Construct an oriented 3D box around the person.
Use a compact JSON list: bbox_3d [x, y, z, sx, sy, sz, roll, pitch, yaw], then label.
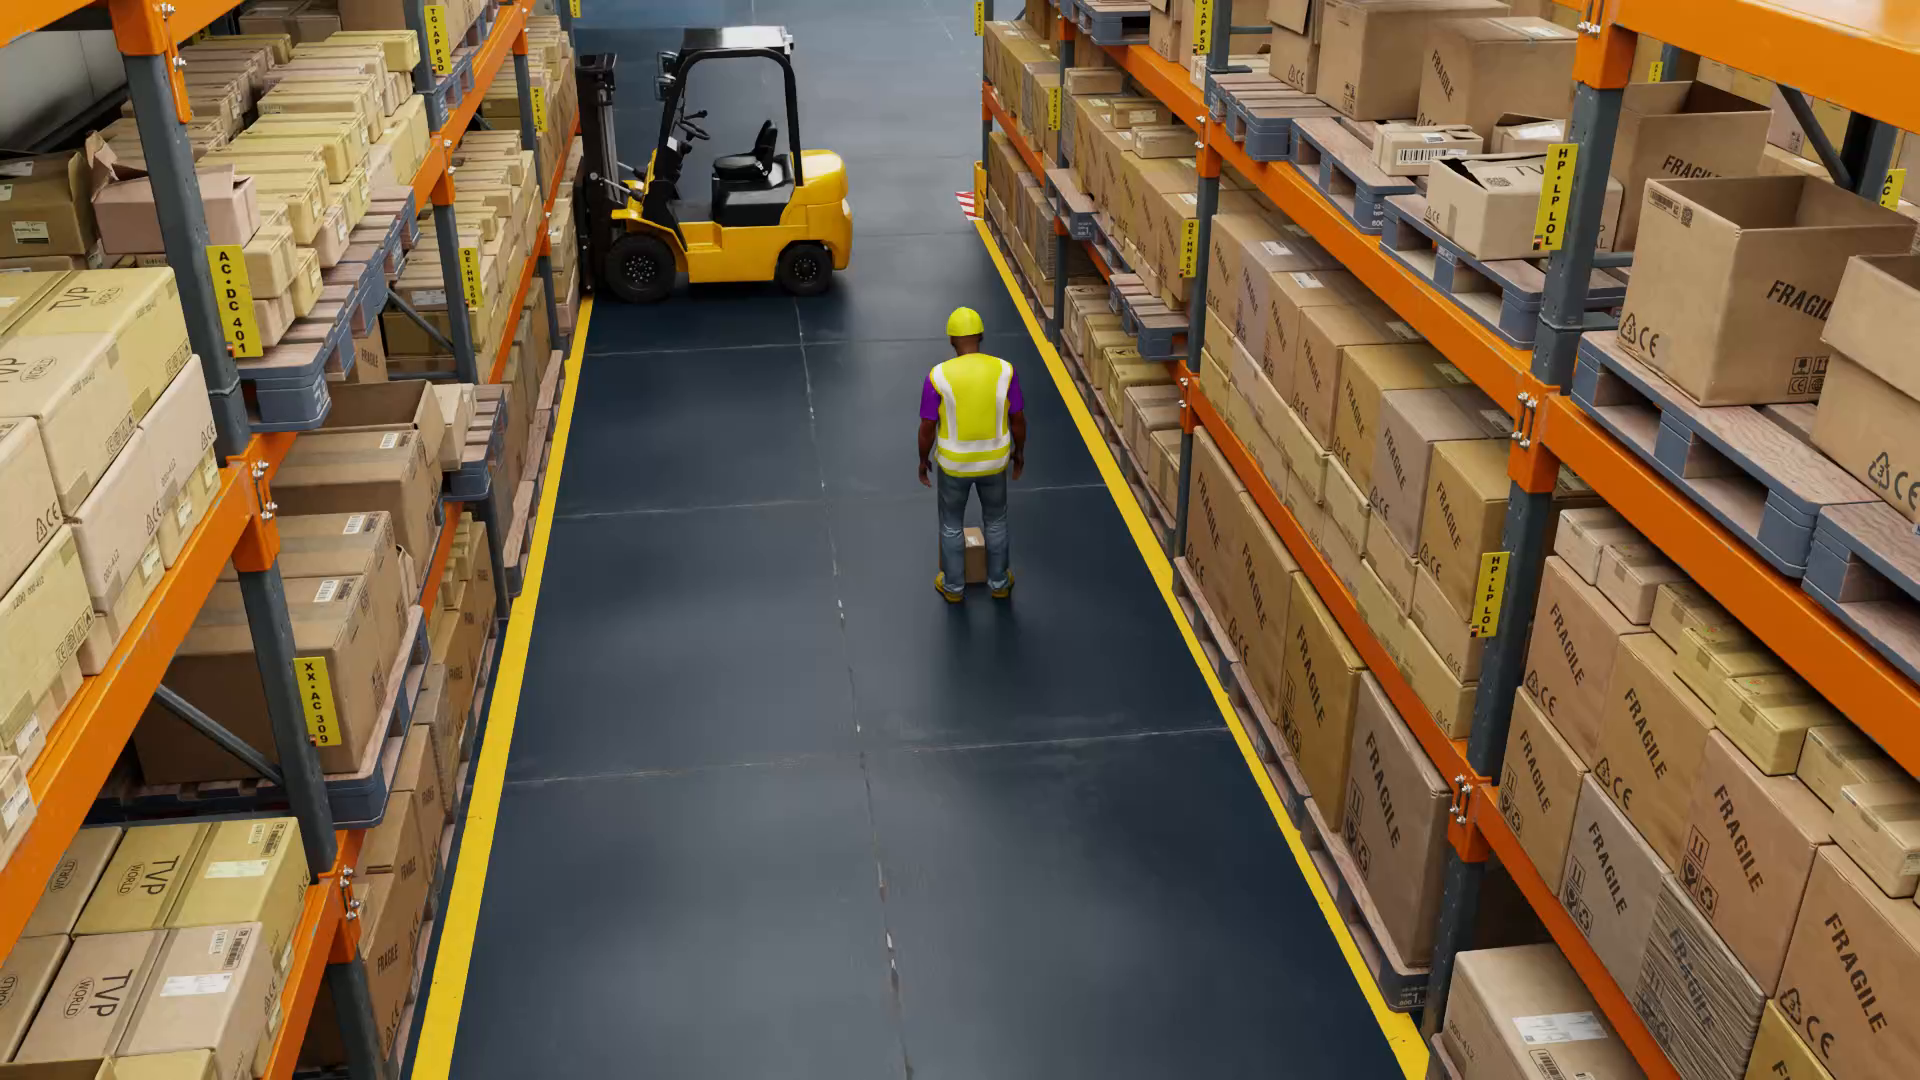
[{"bbox_3d":[0.065,-0.473,9.525,0.627,1.761,0.458,-5,27,-9],"label":"person"}]
